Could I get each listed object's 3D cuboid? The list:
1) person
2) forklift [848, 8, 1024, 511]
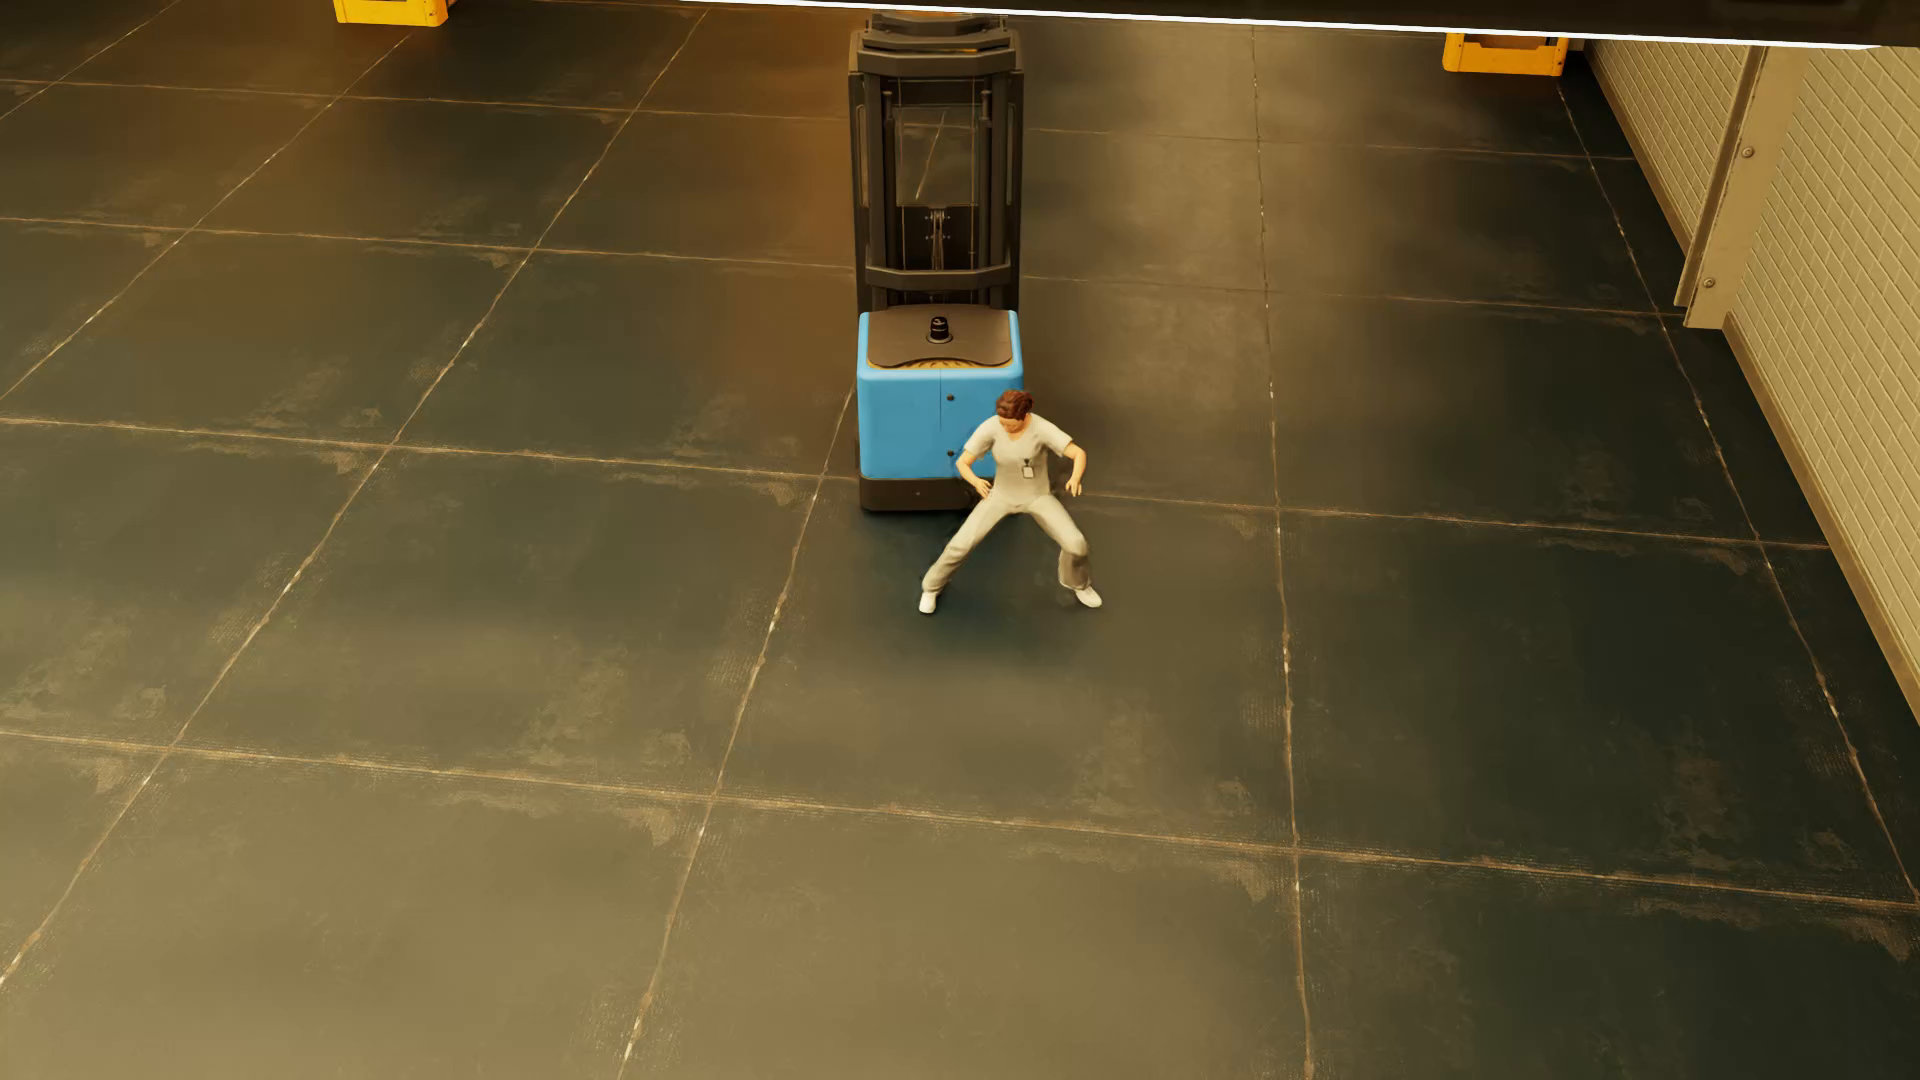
[{"bbox_3d":[0.310,-0.207,9.572,1.070,1.426,0.650,10,38,13],"label":"person"},{"bbox_3d":[-0.155,-2.212,11.031,1.130,2.935,3.031,-1,36,-1],"label":"forklift"}]
